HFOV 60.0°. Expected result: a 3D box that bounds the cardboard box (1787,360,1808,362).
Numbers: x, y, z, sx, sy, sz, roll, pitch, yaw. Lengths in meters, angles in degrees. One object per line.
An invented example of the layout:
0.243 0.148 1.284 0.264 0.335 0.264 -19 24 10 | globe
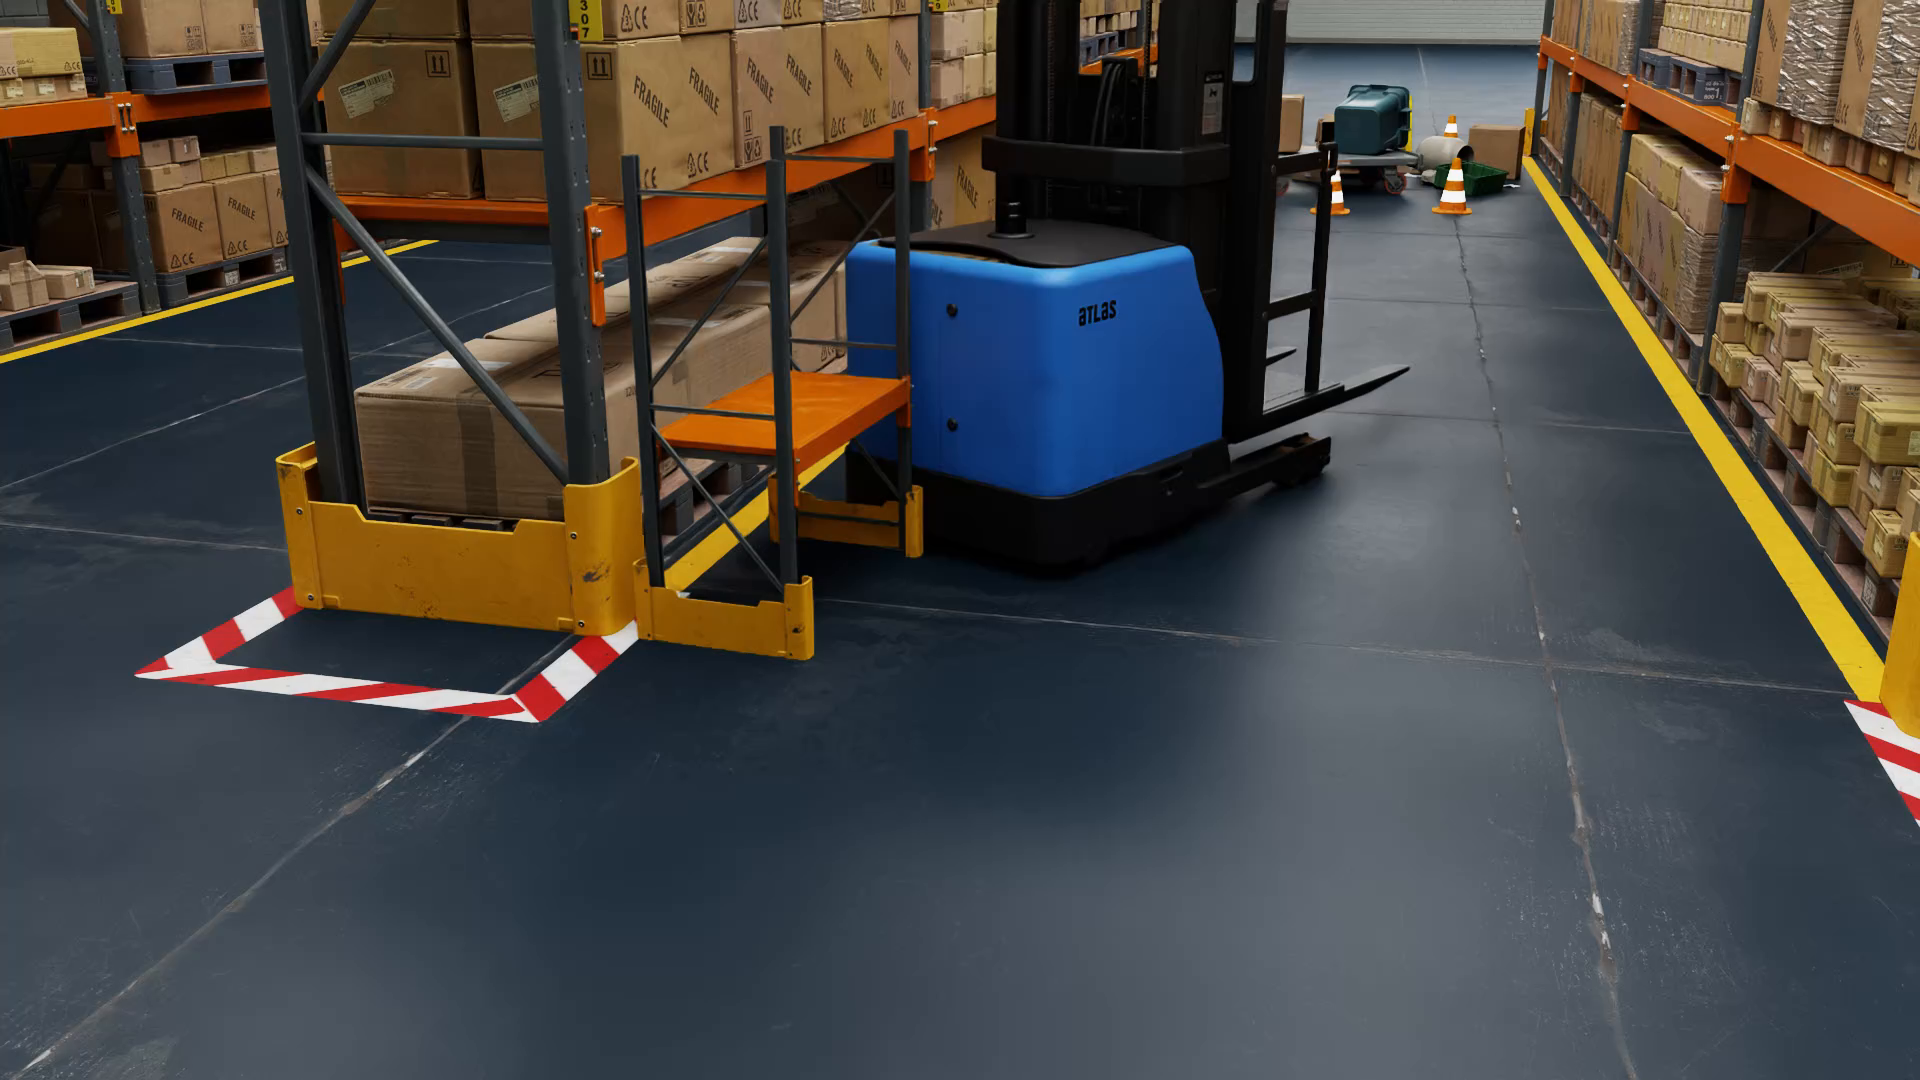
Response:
3.617 -0.677 6.828 0.380 0.149 0.250 6 20 16 | cardboard box

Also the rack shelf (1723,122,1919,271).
3.686 -1.142 6.002 1.077 0.370 4.000 5 19 13 | rack shelf

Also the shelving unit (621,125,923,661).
-0.578 -0.531 5.422 0.587 1.500 1.083 6 20 18 | shelving unit

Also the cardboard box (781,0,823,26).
-0.875 -2.344 6.707 0.500 0.500 0.500 5 19 14 | cardboard box

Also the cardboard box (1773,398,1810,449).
3.496 -0.460 6.654 0.380 0.149 0.250 4 19 12 | cardboard box

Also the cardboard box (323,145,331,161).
-4.713 -2.847 12.097 0.380 0.149 0.250 4 19 11 | cardboard box

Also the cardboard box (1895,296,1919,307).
4.262 -0.946 7.157 0.380 0.149 0.250 4 19 13 | cardboard box

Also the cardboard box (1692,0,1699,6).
4.594 -3.265 9.926 0.380 0.149 0.250 6 20 16 | cardboard box

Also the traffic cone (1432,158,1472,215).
4.337 -3.115 14.591 0.336 0.463 0.334 5 19 13 | traffic cone

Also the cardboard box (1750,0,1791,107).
3.809 -2.162 7.260 0.500 0.500 0.500 4 19 12 | cardboard box

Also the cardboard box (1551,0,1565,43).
6.688 -5.481 17.363 0.875 0.550 0.550 5 19 13 | cardboard box

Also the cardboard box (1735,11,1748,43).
4.207 -2.630 8.525 0.380 0.149 0.250 6 20 16 | cardboard box

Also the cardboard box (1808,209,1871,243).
4.611 -1.690 8.553 0.500 0.250 0.500 4 19 11 | cardboard box

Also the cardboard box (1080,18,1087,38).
0.800 -4.057 13.163 0.380 0.149 0.250 3 19 10 | cardboard box

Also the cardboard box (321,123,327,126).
-5.008 -3.215 13.175 0.380 0.149 0.250 5 20 15 | cardboard box

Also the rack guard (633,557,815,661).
-0.737 0.213 5.177 0.587 0.250 0.087 6 20 18 | rack guard

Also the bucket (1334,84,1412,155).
3.927 -4.011 16.003 0.726 0.611 0.620 12 32 32 | bucket

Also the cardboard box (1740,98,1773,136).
3.788 -1.927 7.577 0.380 0.149 0.250 5 20 15 | cardboard box

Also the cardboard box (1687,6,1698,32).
4.590 -3.121 9.964 0.380 0.149 0.250 5 19 13 | cardboard box

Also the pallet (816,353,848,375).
-0.912 -0.916 8.544 1.003 0.211 1.213 5 19 13 | pallet

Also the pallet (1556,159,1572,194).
6.391 -3.529 16.192 1.003 0.211 1.213 5 19 13 | pallet

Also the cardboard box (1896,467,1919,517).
3.165 -0.111 5.173 0.380 0.149 0.250 4 19 12 | cardboard box

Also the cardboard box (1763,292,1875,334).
3.751 -0.984 7.267 0.380 0.149 0.250 4 19 13 | cardboard box

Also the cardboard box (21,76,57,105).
-5.340 -2.537 9.363 0.380 0.149 0.250 5 20 15 | cardboard box

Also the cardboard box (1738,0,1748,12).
4.213 -2.777 8.494 0.380 0.149 0.250 4 19 12 | cardboard box

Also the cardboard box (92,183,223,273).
-5.128 -2.009 10.645 0.500 0.500 0.500 6 20 16 | cardboard box

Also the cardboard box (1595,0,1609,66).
5.368 -4.046 13.238 0.500 0.500 0.500 5 19 14 | cardboard box

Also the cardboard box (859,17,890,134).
-0.636 -2.188 7.798 0.500 0.500 0.500 4 19 12 | cardboard box

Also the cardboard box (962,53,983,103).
-0.162 -2.676 9.615 0.500 0.250 0.500 4 19 12 | cardboard box

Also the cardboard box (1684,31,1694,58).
4.588 -2.981 10.014 0.380 0.149 0.250 5 20 15 | cardboard box

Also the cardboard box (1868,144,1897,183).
3.452 -1.342 5.864 0.380 0.149 0.250 5 19 14 | cardboard box

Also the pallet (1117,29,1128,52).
0.977 -4.657 15.477 1.003 0.211 1.213 5 19 13 | pallet

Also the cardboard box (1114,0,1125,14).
1.162 -4.883 14.577 0.500 0.500 0.500 5 20 15 | cardboard box

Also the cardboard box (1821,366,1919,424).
3.274 -0.502 5.858 0.380 0.149 0.250 5 20 15 | cardboard box

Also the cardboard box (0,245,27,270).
-5.855 -1.597 9.732 0.500 0.311 0.500 5 20 15 | cardboard box

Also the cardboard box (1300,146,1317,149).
3.920 -4.310 18.576 0.380 0.149 0.250 17 25 41 | cardboard box

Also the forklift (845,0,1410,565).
0.907 -1.702 6.635 1.130 2.935 3.031 15 24 38 | forklift

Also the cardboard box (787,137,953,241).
-0.576 -1.862 9.636 0.875 0.875 0.875 5 20 15 | cardboard box

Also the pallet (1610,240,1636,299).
4.959 -1.798 11.125 1.003 0.211 1.213 5 19 13 | pallet

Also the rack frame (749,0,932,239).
-0.650 -2.468 8.773 1.000 3.000 0.127 5 19 13 | rack frame

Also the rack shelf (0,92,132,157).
-5.953 -1.892 8.198 1.077 0.370 4.000 5 19 13 | rack shelf

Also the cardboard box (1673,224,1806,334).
4.111 -1.376 8.794 0.500 0.500 0.500 4 19 12 | cardboard box

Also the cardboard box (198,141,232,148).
-5.379 -2.729 11.750 0.380 0.149 0.250 5 19 14 | cardboard box

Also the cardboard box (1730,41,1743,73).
4.205 -2.488 8.571 0.380 0.149 0.250 5 19 13 | cardboard box

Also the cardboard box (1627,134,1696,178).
4.748 -2.536 11.030 0.500 0.250 0.500 4 19 11 | cardboard box

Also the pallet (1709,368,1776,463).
4.045 -0.576 7.547 1.003 0.211 1.213 5 19 13 | pallet

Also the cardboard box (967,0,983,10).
-0.167 -3.265 9.405 0.500 0.500 0.500 5 19 13 | cardboard box

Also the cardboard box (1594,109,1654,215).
5.598 -2.955 13.028 1.050 0.750 0.750 5 19 14 | cardboard box

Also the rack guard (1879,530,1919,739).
3.216 0.304 4.524 1.175 0.500 0.348 5 19 13 | rack guard

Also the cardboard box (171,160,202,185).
-5.126 -2.366 10.688 0.380 0.149 0.250 4 19 12 | cardboard box
